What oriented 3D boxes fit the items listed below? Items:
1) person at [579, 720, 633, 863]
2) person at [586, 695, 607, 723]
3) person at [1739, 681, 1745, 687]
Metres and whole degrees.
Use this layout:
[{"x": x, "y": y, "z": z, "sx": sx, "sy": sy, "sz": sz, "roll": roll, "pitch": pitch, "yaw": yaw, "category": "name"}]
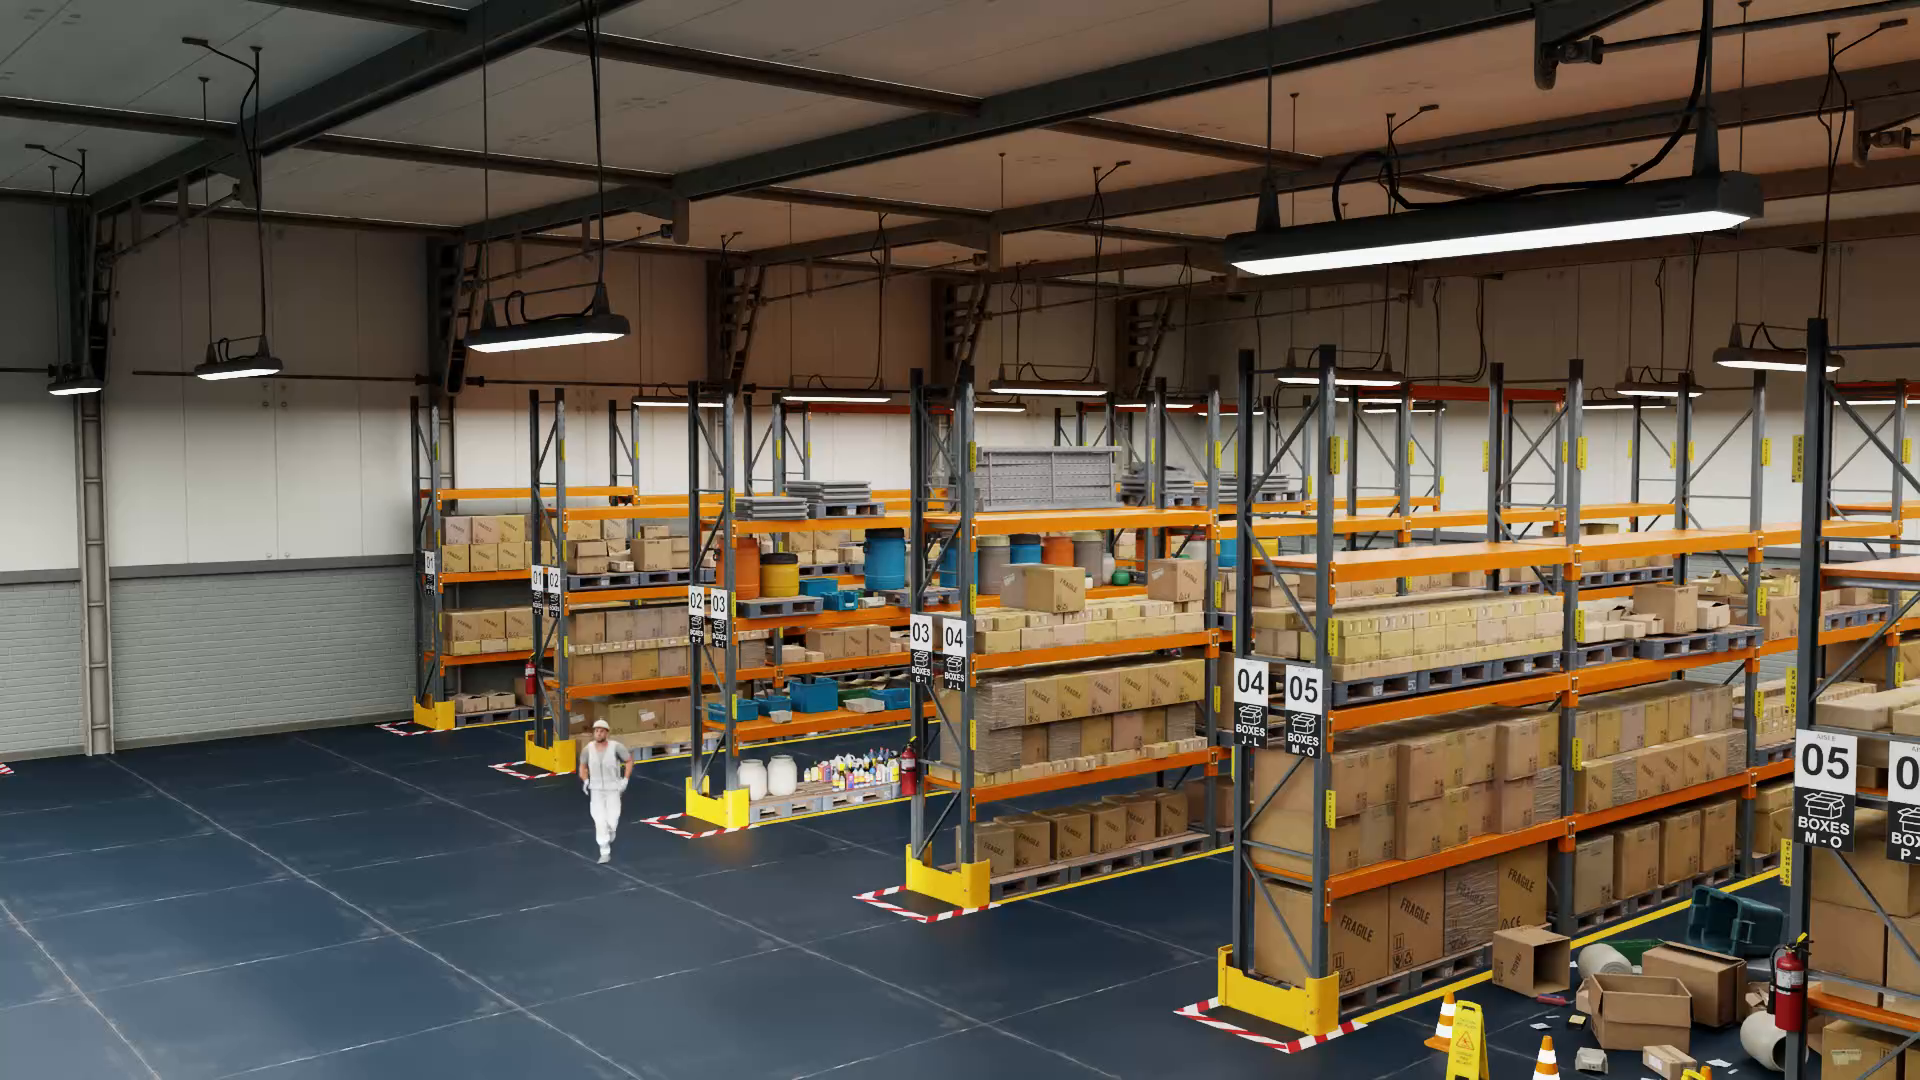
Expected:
[{"x": -4.388, "y": 3.079, "z": 20.564, "sx": 0.638, "sy": 1.758, "sz": 0.681, "roll": 0, "pitch": 3, "yaw": -2, "category": "person"}, {"x": -6.293, "y": 2.633, "z": 28.945, "sx": 0.566, "sy": 1.644, "sz": 0.574, "roll": -3, "pitch": 5, "yaw": -45, "category": "person"}, {"x": 11.438, "y": 2.892, "z": 24.288, "sx": 0.875, "sy": 1.672, "sz": 0.598, "roll": -3, "pitch": 4, "yaw": -41, "category": "person"}]
